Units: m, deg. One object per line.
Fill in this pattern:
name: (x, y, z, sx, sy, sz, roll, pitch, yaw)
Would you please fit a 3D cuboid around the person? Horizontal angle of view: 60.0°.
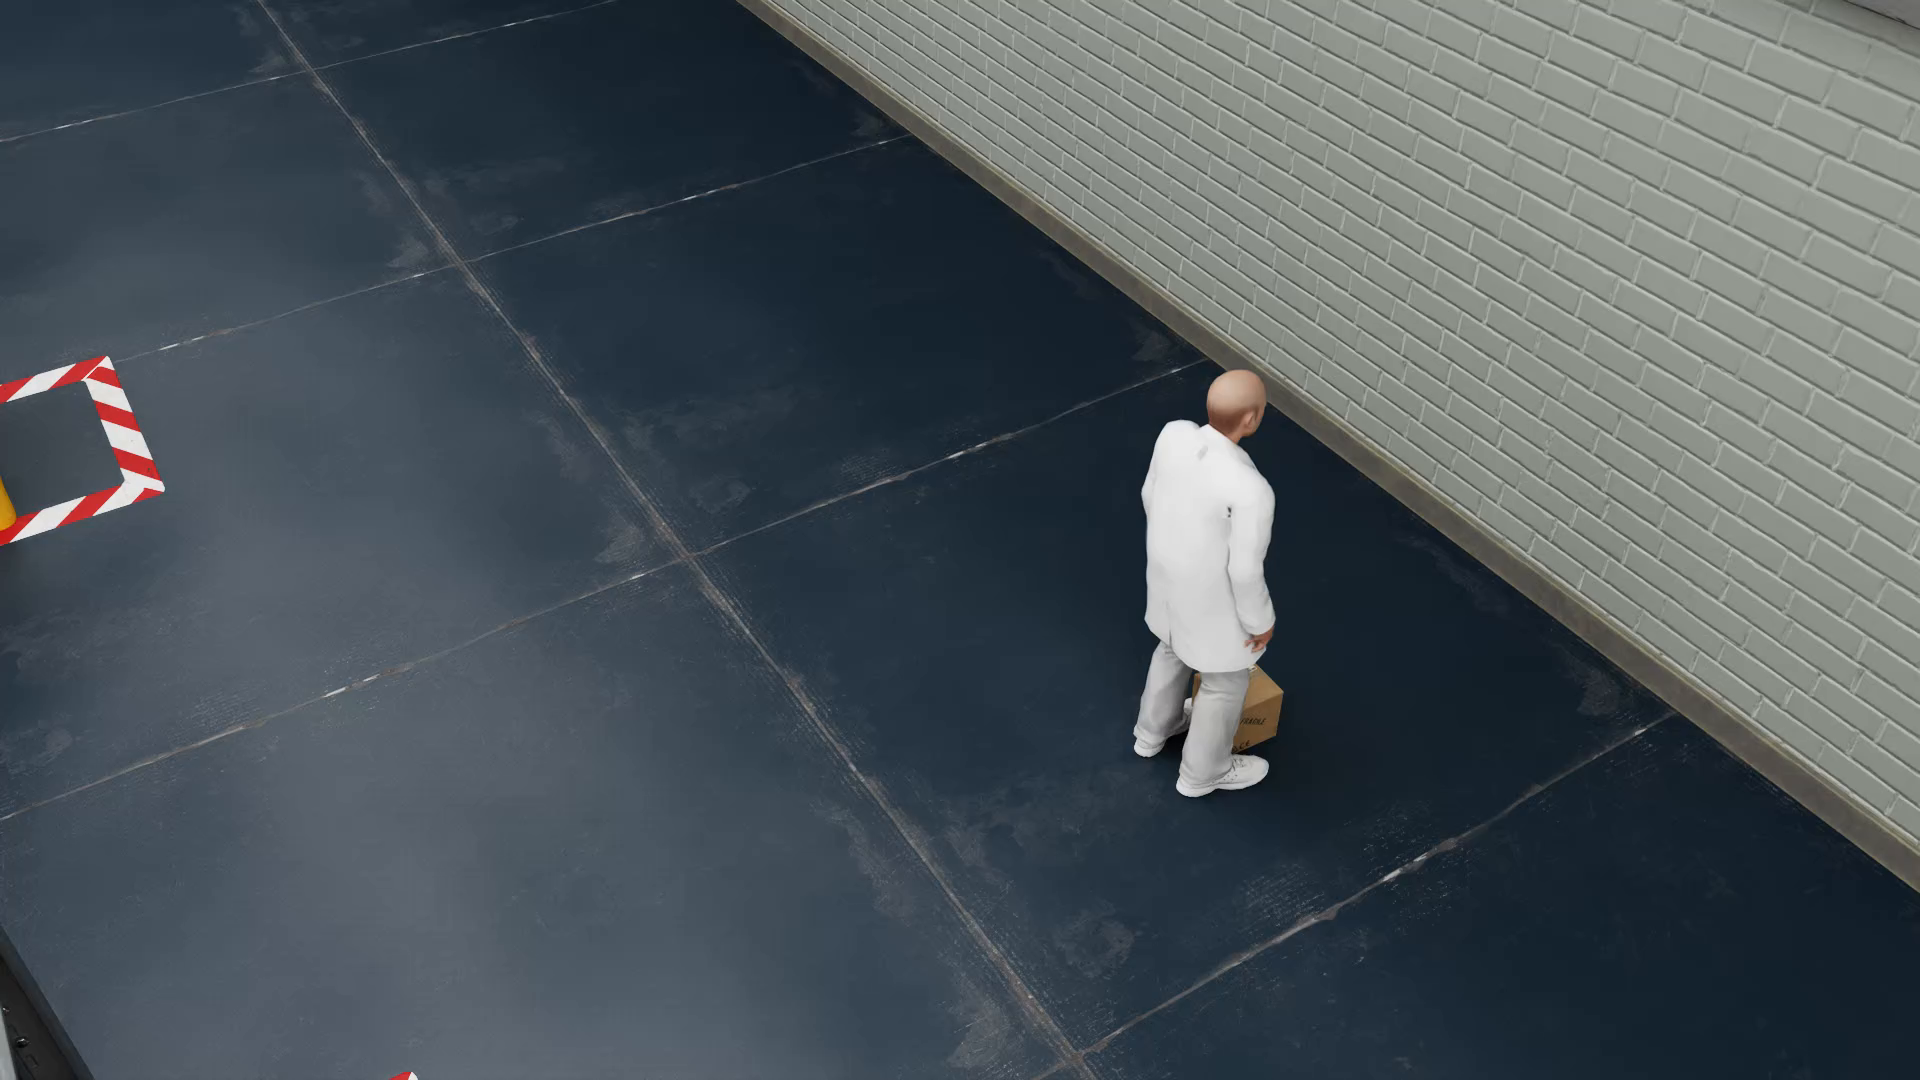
person: (0.886, 0.161, 5.978, 0.424, 1.774, 0.644, -22, 45, -24)
